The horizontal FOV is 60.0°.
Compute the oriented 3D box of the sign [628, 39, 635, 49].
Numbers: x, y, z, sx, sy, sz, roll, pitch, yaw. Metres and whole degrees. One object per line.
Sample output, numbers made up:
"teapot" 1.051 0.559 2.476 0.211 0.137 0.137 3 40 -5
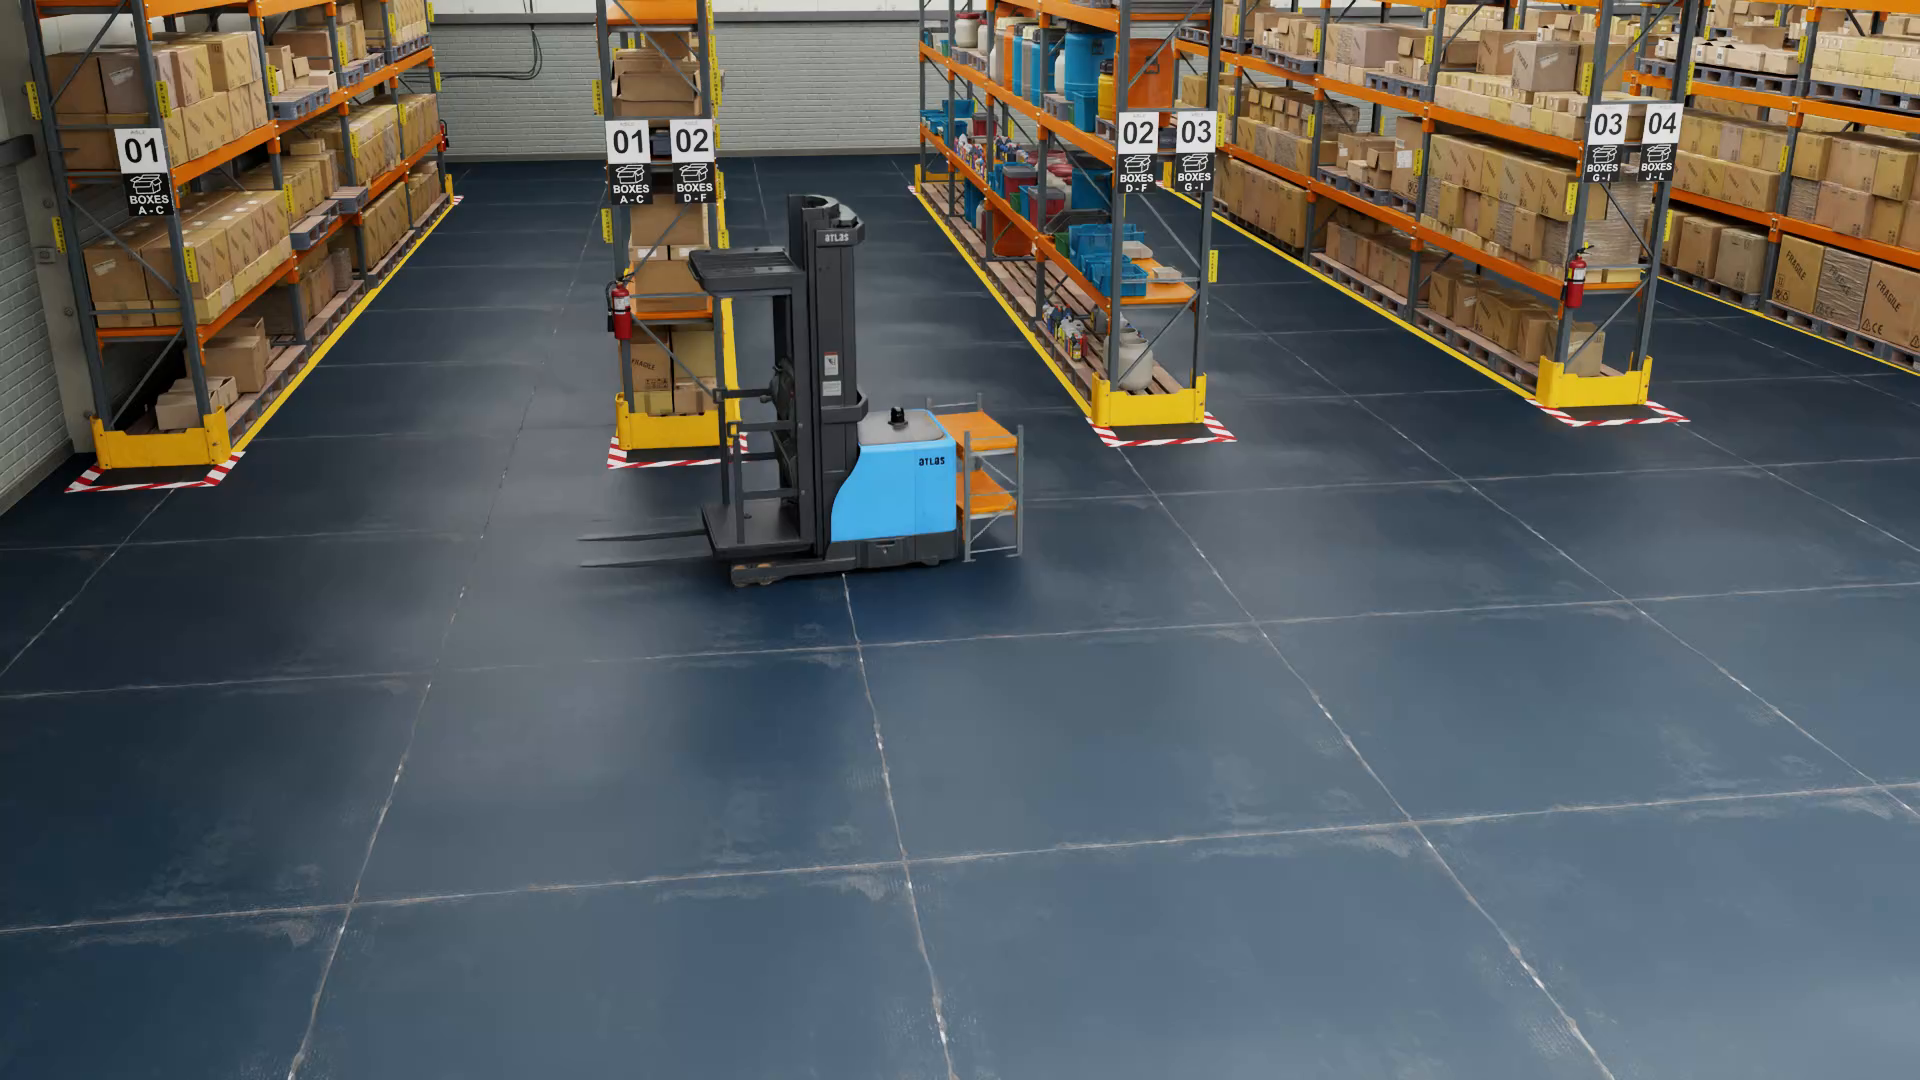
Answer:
"sign" -4.550 -6.791 23.087 0.100 0.325 0.005 -3 21 -8

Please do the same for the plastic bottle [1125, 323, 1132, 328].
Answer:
"plastic bottle" 1.996 -2.444 19.744 0.097 0.271 0.097 0 20 0

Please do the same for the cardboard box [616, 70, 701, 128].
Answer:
"cardboard box" -2.938 -4.316 16.250 0.797 0.503 0.637 -1 21 -4

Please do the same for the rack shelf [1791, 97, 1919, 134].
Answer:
"rack shelf" 11.578 -4.875 19.723 1.077 0.370 4.000 -3 21 -8

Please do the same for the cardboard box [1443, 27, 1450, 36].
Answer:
"cardboard box" 9.443 -9.638 31.662 0.500 0.250 0.500 -2 21 -6

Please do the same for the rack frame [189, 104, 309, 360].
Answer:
"rack frame" -8.338 -3.535 19.393 1.000 3.000 0.127 -3 21 -8

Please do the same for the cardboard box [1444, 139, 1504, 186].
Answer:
"cardboard box" 6.254 -4.597 20.240 0.500 0.500 0.500 -3 21 -8

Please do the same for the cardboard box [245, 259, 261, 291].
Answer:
"cardboard box" -7.745 -2.805 17.624 0.500 0.250 0.500 -3 21 -7

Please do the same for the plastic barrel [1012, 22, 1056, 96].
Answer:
"plastic barrel" 0.989 -6.292 21.773 0.600 0.901 0.708 -3 21 -8

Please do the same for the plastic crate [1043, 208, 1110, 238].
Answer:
"plastic crate" 1.415 -3.818 20.239 0.767 0.338 0.504 -3 21 -8

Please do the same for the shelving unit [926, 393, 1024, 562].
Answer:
"shelving unit" 0.111 -0.544 14.065 0.538 1.125 1.048 -7 22 -18

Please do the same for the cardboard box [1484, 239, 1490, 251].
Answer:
"cardboard box" 6.411 -3.474 19.589 0.380 0.149 0.250 -3 21 -8

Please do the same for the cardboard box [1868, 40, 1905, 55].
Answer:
"cardboard box" 11.155 -5.908 19.936 0.380 0.149 0.250 -3 21 -7

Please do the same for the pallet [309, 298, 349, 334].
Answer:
"pallet" -8.631 -2.921 21.736 1.003 0.211 1.213 -3 21 -8

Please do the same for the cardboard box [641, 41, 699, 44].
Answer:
"cardboard box" -4.183 -6.949 24.104 0.910 0.500 0.500 -3 21 -8

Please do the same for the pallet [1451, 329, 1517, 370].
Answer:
"pallet" 6.678 -2.324 20.136 1.003 0.211 1.213 -3 21 -8

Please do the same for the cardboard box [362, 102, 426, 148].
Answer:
"cardboard box" -9.767 -7.138 28.612 0.980 0.700 0.700 -4 21 -10

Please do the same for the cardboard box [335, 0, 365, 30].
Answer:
"cardboard box" -9.823 -8.464 26.704 0.500 0.500 0.500 -3 21 -8

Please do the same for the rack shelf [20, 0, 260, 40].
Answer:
"rack shelf" -8.050 -5.314 16.616 1.077 0.370 4.000 -3 21 -8

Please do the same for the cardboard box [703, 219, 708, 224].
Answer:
"cardboard box" -2.891 -3.344 17.813 0.380 0.149 0.250 -3 21 -8

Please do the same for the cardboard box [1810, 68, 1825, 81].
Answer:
"cardboard box" 11.006 -5.887 21.021 0.380 0.149 0.250 -3 21 -9

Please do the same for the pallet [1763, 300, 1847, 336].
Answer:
"pallet" 11.322 -2.926 21.748 1.003 0.211 1.213 -3 21 -8

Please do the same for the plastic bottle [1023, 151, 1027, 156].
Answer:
"plastic bottle" 1.025 -5.933 25.981 0.061 0.283 0.133 -3 21 -8

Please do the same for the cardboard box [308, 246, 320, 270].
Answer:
"cardboard box" -8.660 -3.681 21.657 0.500 0.250 0.500 -3 21 -8

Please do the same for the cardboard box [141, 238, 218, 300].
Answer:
"cardboard box" -7.533 -2.621 16.060 0.500 0.500 0.500 -3 21 -8

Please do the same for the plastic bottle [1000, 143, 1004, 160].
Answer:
"plastic bottle" 0.694 -6.310 27.007 0.097 0.271 0.097 0 20 0

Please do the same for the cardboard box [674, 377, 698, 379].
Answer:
"cardboard box" -2.793 -1.679 17.755 0.500 0.250 0.500 -3 21 -8

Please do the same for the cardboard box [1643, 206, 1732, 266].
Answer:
"cardboard box" 10.841 -4.509 24.617 1.050 0.750 0.750 -3 21 -7

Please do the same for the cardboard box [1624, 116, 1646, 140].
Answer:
"cardboard box" 7.130 -4.414 17.674 0.500 0.250 0.500 -2 21 -6

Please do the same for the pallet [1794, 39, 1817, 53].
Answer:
"pallet" 15.201 -8.554 28.819 0.805 0.209 1.217 -4 21 -10

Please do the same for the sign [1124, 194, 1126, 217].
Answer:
"sign" 2.012 -4.188 20.746 0.100 0.325 0.005 -3 21 -8

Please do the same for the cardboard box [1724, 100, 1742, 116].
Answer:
"cardboard box" 14.621 -7.926 31.008 0.500 0.500 0.500 -3 21 -9

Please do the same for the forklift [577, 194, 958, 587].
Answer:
"forklift" -1.592 -1.203 13.248 3.031 2.935 1.130 -5 21 -13

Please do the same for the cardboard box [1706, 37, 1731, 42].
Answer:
"cardboard box" 11.161 -7.145 24.155 0.500 0.311 0.500 -3 21 -8

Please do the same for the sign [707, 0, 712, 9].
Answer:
"sign" -4.614 -9.782 30.566 0.100 0.325 0.005 -3 21 -8

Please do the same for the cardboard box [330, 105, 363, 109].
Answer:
"cardboard box" -9.683 -6.679 26.143 0.500 0.250 0.500 -2 21 -6

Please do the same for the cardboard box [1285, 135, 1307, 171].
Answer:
"cardboard box" 5.408 -6.047 25.977 0.500 0.500 0.500 -3 21 -8

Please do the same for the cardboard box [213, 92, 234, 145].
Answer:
"cardboard box" -7.781 -4.291 16.960 0.500 0.500 0.500 -2 21 -4

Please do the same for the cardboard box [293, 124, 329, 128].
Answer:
"cardboard box" -9.308 -5.790 23.763 0.500 0.250 0.500 -4 21 -10

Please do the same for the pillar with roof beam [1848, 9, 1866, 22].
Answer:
"pillar with roof beam" 15.598 -12.763 35.526 9.100 9.000 0.400 -3 21 -8

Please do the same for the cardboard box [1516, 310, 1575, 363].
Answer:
"cardboard box" 6.750 -2.347 19.186 0.500 0.500 0.500 2 21 6

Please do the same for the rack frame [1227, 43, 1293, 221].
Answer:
"rack frame" 5.214 -7.054 28.816 1.000 3.000 0.127 -3 21 -8

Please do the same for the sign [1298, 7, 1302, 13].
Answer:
"sign" 5.749 -8.880 28.228 0.100 0.325 0.005 -3 21 -8

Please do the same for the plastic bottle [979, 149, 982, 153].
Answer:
"plastic bottle" 0.330 -6.062 26.343 0.097 0.271 0.097 0 20 0

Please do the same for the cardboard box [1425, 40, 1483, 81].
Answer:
"cardboard box" 6.397 -6.102 21.232 0.797 0.503 0.637 -4 21 -10

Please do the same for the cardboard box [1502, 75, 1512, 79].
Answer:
"cardboard box" 6.770 -5.528 20.088 0.380 0.149 0.250 -4 21 -10

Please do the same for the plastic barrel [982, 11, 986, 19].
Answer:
"plastic barrel" 0.645 -8.189 26.697 0.600 0.588 0.600 0 20 0

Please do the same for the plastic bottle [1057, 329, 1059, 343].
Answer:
"plastic bottle" 1.216 -2.465 19.899 0.097 0.201 0.097 0 20 0

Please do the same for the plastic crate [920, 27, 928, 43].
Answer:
"plastic crate" -0.484 -9.386 30.958 0.497 0.269 0.590 -3 21 -8

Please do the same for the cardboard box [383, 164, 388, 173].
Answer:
"cardboard box" -9.044 -5.739 25.625 0.380 0.149 0.250 -3 21 -8

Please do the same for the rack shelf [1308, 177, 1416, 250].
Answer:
"rack shelf" 6.079 -4.640 23.379 1.077 0.370 4.000 -3 21 -8

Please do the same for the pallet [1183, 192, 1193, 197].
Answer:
"pallet" 4.830 -6.860 32.281 1.003 0.211 1.213 -3 21 -8

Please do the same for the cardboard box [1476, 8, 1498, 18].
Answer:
"cardboard box" 9.609 -9.566 30.184 0.380 0.149 0.250 -3 21 -8

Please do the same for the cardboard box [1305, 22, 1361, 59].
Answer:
"cardboard box" 5.631 -7.527 25.047 0.797 0.503 0.637 -2 21 -5

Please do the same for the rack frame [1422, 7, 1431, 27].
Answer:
"rack frame" 9.560 -11.465 32.050 1.000 3.000 0.127 -3 21 -8

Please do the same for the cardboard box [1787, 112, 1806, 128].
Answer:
"cardboard box" 14.908 -7.372 29.167 0.500 0.250 0.500 -3 21 -7
